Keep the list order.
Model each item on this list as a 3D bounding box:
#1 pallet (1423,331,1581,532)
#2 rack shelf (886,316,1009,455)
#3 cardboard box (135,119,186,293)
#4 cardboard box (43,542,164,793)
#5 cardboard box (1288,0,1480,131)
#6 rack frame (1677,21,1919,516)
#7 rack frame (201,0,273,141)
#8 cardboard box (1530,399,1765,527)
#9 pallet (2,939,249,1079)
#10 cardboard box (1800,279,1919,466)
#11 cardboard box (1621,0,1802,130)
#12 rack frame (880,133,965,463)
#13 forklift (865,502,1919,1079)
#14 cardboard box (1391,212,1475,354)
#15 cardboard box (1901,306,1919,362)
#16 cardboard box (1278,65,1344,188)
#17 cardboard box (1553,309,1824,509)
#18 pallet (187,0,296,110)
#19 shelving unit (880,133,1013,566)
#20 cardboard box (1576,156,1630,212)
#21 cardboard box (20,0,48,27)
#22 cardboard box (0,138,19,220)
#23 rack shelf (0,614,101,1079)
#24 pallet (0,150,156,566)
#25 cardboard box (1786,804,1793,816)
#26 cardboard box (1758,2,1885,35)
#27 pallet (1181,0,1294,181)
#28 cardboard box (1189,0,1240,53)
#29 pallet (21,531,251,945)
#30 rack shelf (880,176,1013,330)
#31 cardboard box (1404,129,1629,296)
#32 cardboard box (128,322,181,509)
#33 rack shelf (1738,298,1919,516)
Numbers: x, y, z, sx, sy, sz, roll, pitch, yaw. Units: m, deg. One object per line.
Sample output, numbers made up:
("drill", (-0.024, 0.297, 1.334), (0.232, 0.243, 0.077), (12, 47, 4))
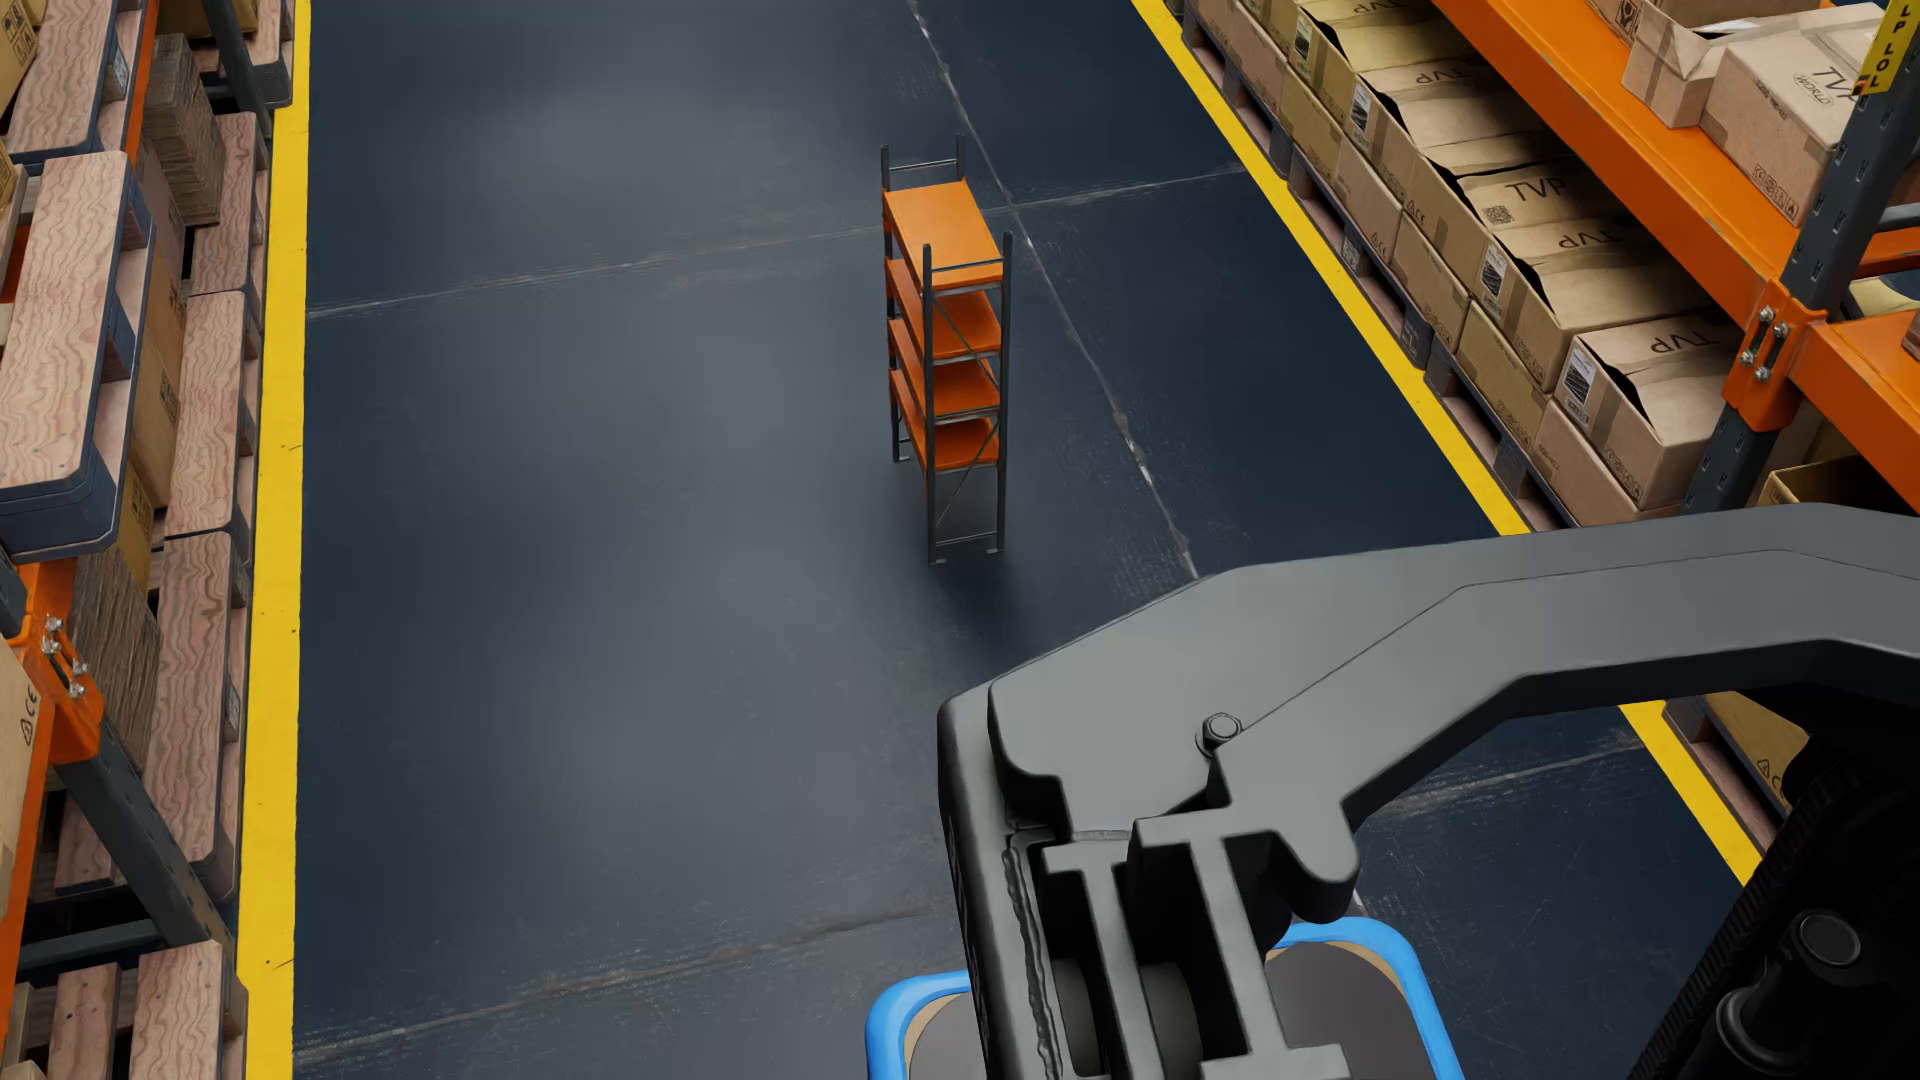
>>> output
("pallet", (2.245, -0.325, 5.421), (1.003, 0.211, 1.213), (-11, 47, -10))
("rack shelf", (-0.042, -0.487, 4.982), (0.258, 0.148, 0.480), (-11, 47, -10))
("cardboard box", (-3.086, -1.068, 5.638), (0.700, 0.500, 0.500), (-11, 47, -10))
("cardboard box", (-2.521, 0.324, 4.274), (0.700, 0.500, 0.500), (-9, 46, -9))
("cardboard box", (1.569, -1.813, 6.165), (0.500, 0.311, 0.500), (-12, 47, -11))
("rack frame", (2.471, -0.800, 3.933), (1.000, 3.000, 0.127), (-11, 47, -10))
("rack frame", (-3.340, -2.653, 5.750), (1.000, 3.000, 0.127), (-11, 47, -10))
("cardboard box", (2.085, -0.218, 4.994), (0.500, 0.250, 0.500), (-11, 47, -11))
("pallet", (-2.110, 1.542, 3.591), (1.003, 0.211, 1.213), (-11, 47, -10))
("cardboard box", (2.606, -0.511, 4.890), (0.500, 0.311, 0.500), (-11, 47, -10))
("cardboard box", (2.069, -1.326, 4.543), (0.396, 0.266, 0.258), (-12, 47, -11))
("rack frame", (-0.105, -0.703, 5.099), (0.240, 1.200, 0.015), (-11, 47, -10))
("forklift", (0.550, 1.509, 1.719), (1.130, 2.935, 3.031), (-6, 46, -6))
("cardboard box", (1.826, -0.920, 5.683), (0.500, 0.250, 0.500), (-10, 46, -9))
("cardboard box", (2.591, -0.529, 3.599), (0.700, 0.500, 0.500), (-12, 47, -11))
("cardboard box", (1.566, -1.626, 6.374), (0.500, 0.250, 0.500), (-12, 47, -11))
("cardboard box", (2.091, -0.408, 4.788), (0.500, 0.311, 0.500), (-11, 47, -10))
("pallet", (-3.469, -2.235, 7.293), (1.003, 0.211, 1.213), (-11, 47, -10))
("shelving unit", (-0.042, -0.534, 4.933), (0.258, 1.200, 0.503), (-11, 47, -10))
("cardboard box", (2.350, -1.215, 5.579), (0.500, 0.311, 0.500), (-12, 47, -12))
("cardboard box", (-2.870, -1.663, 4.402), (0.700, 0.500, 0.500), (-11, 47, -10))
("cardboard box", (-2.550, -0.825, 3.580), (0.700, 0.500, 0.500), (-6, 46, -6))
("rack shelf", (-1.804, 1.741, 1.947), (1.077, 0.370, 4.000), (-11, 47, -10))
("pallet", (-2.371, -0.379, 3.655), (1.003, 0.211, 1.213), (-11, 47, -10))
("cardboard box", (2.420, 0.737, 4.058), (0.500, 0.250, 0.500), (-11, 47, -10))
("cardboard box", (2.442, -1.361, 4.659), (0.380, 0.149, 0.250), (-11, 47, -10))
("pallet", (1.620, -2.010, 7.072), (1.003, 0.211, 1.213), (-11, 47, -10))
("cardboard box", (1.298, -2.331, 7.065), (0.500, 0.250, 0.500), (-11, 47, -10))
("pallet", (-2.517, 0.547, 4.566), (1.003, 0.211, 1.213), (-11, 47, -10))
("rack shelf", (-0.042, -0.809, 4.653), (0.258, 0.148, 0.480), (-11, 47, -10))
("cardboard box", (1.826, -1.111, 5.477), (0.500, 0.311, 0.500), (-11, 47, -10))
("cardboard box", (-2.793, -0.383, 4.967), (0.700, 0.500, 0.500), (-10, 46, -10))
("rack shelf", (2.983, 0.833, 2.837), (1.077, 0.370, 4.000), (-11, 47, -10))
